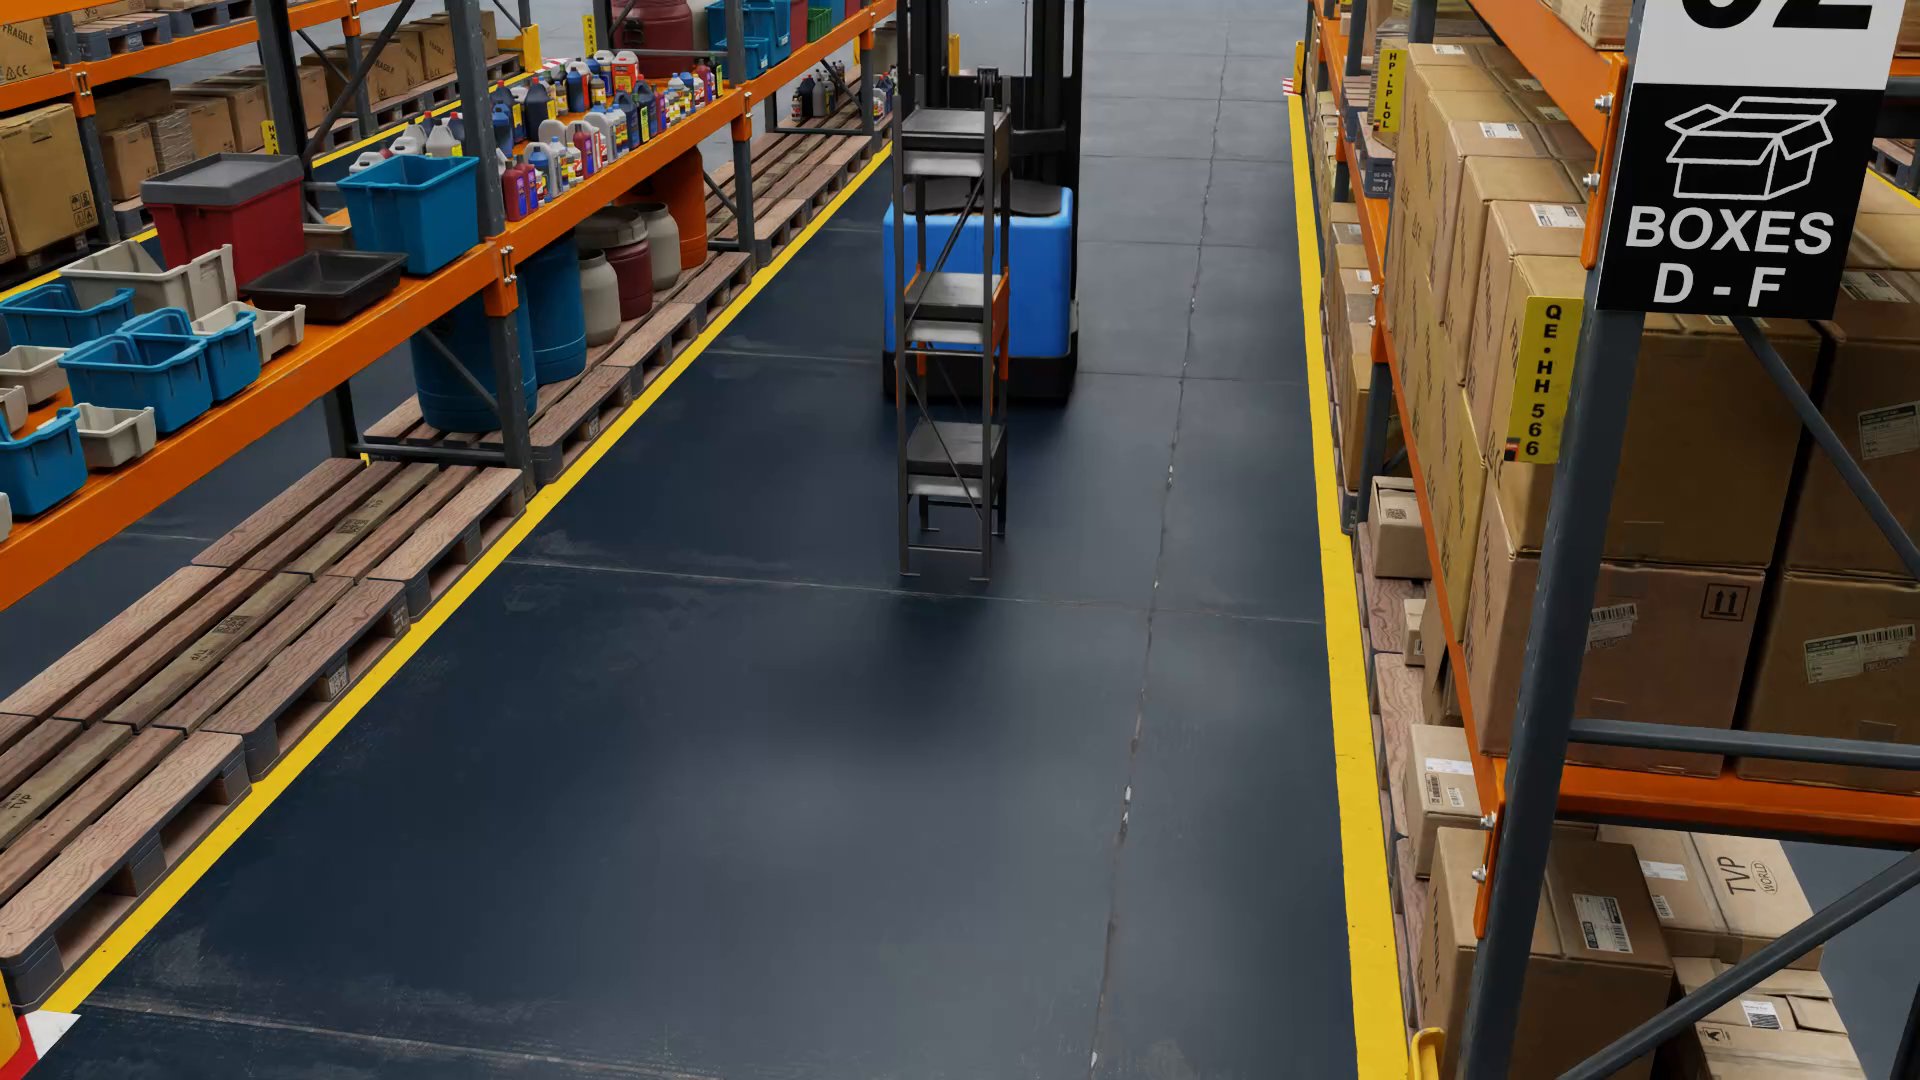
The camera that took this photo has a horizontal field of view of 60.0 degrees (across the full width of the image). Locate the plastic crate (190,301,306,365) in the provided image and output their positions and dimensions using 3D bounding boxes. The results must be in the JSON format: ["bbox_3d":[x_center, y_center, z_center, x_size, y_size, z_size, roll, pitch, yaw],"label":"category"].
[{"bbox_3d":[-2.588,-0.757,6.070,0.293,0.136,0.466,4,25,9],"label":"plastic crate"}]

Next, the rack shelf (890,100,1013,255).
[{"bbox_3d":[-0.027,-1.503,6.866,0.431,0.518,0.480,4,25,9],"label":"rack shelf"}]

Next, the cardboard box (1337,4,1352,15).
[{"bbox_3d":[3.660,-4.831,14.415,0.700,0.500,0.500,3,25,7],"label":"cardboard box"}]

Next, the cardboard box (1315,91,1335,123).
[{"bbox_3d":[3.280,-3.643,14.082,0.500,0.311,0.500,4,25,9],"label":"cardboard box"}]

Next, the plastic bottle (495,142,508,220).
[{"bbox_3d":[-2.216,-1.718,7.941,0.144,0.351,0.185,4,25,9],"label":"plastic bottle"}]

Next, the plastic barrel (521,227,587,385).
[{"bbox_3d":[-2.379,-1.361,9.099,0.600,0.901,0.708,4,25,9],"label":"plastic barrel"}]

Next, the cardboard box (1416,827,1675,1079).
[{"bbox_3d":[1.478,1.107,4.276,0.500,0.500,0.500,4,25,9],"label":"cardboard box"}]

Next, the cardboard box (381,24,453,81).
[{"bbox_3d":[-5.829,-5.246,17.872,0.500,0.500,0.500,6,26,13],"label":"cardboard box"}]

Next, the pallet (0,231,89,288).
[{"bbox_3d":[-7.036,-2.027,11.832,1.003,0.211,1.213,4,25,9],"label":"pallet"}]

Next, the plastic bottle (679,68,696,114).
[{"bbox_3d":[-1.698,-2.790,10.324,0.097,0.271,0.097,0,25,0],"label":"plastic bottle"}]

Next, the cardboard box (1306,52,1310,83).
[{"bbox_3d":[3.940,-5.009,17.661,0.500,0.250,0.500,4,25,9],"label":"cardboard box"}]

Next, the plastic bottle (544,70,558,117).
[{"bbox_3d":[-2.516,-2.717,10.155,0.061,0.283,0.133,4,25,9],"label":"plastic bottle"}]

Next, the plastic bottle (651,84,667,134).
[{"bbox_3d":[-1.778,-2.542,9.780,0.061,0.283,0.133,4,25,9],"label":"plastic bottle"}]

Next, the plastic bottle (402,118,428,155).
[{"bbox_3d":[-2.773,-1.984,8.508,0.144,0.351,0.185,4,25,9],"label":"plastic bottle"}]

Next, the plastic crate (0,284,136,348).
[{"bbox_3d":[-3.171,-0.754,5.949,0.416,0.233,0.300,4,25,9],"label":"plastic crate"}]

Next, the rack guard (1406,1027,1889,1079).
[{"bbox_3d":[1.645,1.519,3.915,1.175,0.500,0.348,4,25,9],"label":"rack guard"}]

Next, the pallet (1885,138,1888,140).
[{"bbox_3d":[8.753,-3.790,15.599,1.003,0.211,1.213,4,25,9],"label":"pallet"}]

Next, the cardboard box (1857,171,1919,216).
[{"bbox_3d":[2.130,-0.675,4.356,0.500,0.500,0.500,4,25,9],"label":"cardboard box"}]

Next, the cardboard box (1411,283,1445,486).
[{"bbox_3d":[1.688,-0.469,5.095,0.500,0.500,0.500,4,25,8],"label":"cardboard box"}]

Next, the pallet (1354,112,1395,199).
[{"bbox_3d":[2.626,-2.026,8.767,1.003,0.211,1.213,4,25,9],"label":"pallet"}]

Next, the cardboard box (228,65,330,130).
[{"bbox_3d":[-6.301,-4.100,15.400,0.700,0.500,0.500,2,25,4],"label":"cardboard box"}]

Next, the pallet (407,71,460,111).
[{"bbox_3d":[-5.907,-4.820,17.798,1.003,0.211,1.213,4,25,9],"label":"pallet"}]

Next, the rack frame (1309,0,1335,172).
[{"bbox_3d":[3.593,-4.600,14.039,1.000,3.000,0.127,4,25,9],"label":"rack frame"}]

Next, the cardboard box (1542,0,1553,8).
[{"bbox_3d":[1.549,-1.313,3.656,0.500,0.250,0.500,4,25,9],"label":"cardboard box"}]

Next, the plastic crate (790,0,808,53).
[{"bbox_3d":[-1.380,-3.955,12.586,0.402,0.464,0.583,4,25,9],"label":"plastic crate"}]

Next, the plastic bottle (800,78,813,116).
[{"bbox_3d":[-1.472,-4.234,15.862,0.144,0.351,0.185,3,25,7],"label":"plastic bottle"}]

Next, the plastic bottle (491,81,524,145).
[{"bbox_3d":[-2.593,-2.444,9.492,0.144,0.351,0.185,4,25,9],"label":"plastic bottle"}]

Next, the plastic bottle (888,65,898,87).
[{"bbox_3d":[-0.651,-4.510,16.452,0.144,0.351,0.185,4,25,8],"label":"plastic bottle"}]

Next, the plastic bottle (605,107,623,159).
[{"bbox_3d":[-1.913,-2.239,9.146,0.097,0.271,0.097,0,25,0],"label":"plastic bottle"}]

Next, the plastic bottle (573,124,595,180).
[{"bbox_3d":[-1.974,-2.041,8.710,0.061,0.283,0.133,4,25,9],"label":"plastic bottle"}]

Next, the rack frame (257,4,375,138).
[{"bbox_3d":[-6.179,-5.288,15.509,1.000,3.000,0.127,4,25,9],"label":"rack frame"}]

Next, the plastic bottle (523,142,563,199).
[{"bbox_3d":[-2.089,-1.863,8.338,0.152,0.276,0.135,4,25,9],"label":"plastic bottle"}]

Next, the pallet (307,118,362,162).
[{"bbox_3d":[-6.305,-3.699,15.404,1.003,0.211,1.213,4,25,9],"label":"pallet"}]

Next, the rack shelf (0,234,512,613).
[{"bbox_3d":[-2.927,-0.437,5.993,1.077,0.370,4.000,4,25,9],"label":"rack shelf"}]

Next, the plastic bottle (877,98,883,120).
[{"bbox_3d":[-0.775,-4.065,15.677,0.097,0.201,0.097,0,25,0],"label":"plastic bottle"}]

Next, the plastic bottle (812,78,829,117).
[{"bbox_3d":[-1.330,-4.224,15.841,0.144,0.351,0.185,4,25,9],"label":"plastic bottle"}]

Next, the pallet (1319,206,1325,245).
[{"bbox_3d":[3.314,-2.514,12.873,1.003,0.211,1.213,4,25,9],"label":"pallet"}]

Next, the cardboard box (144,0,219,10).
[{"bbox_3d":[-6.332,-4.422,13.341,0.500,0.250,0.500,3,25,7],"label":"cardboard box"}]

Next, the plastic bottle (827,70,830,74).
[{"bbox_3d":[-1.315,-4.659,16.865,0.097,0.271,0.097,0,25,0],"label":"plastic bottle"}]

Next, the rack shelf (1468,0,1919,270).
[{"bbox_3d":[1.959,-1.450,4.620,1.077,0.370,4.000,4,25,9],"label":"rack shelf"}]

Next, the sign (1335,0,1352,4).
[{"bbox_3d":[2.392,-3.488,10.299,0.100,0.325,0.005,4,25,9],"label":"sign"}]

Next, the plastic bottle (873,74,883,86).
[{"bbox_3d":[-0.801,-4.476,16.467,0.152,0.276,0.135,4,25,9],"label":"plastic bottle"}]

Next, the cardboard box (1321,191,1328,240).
[{"bbox_3d":[2.866,-2.325,11.926,0.500,0.250,0.500,4,25,8],"label":"cardboard box"}]

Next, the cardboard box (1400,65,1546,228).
[{"bbox_3d":[1.848,-1.359,5.817,0.500,0.500,0.500,3,25,7],"label":"cardboard box"}]

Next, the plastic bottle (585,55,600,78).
[{"bbox_3d":[-2.382,-3.008,10.790,0.097,0.271,0.097,0,25,0],"label":"plastic bottle"}]

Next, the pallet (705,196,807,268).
[{"bbox_3d":[-1.782,-2.330,12.479,1.003,0.211,1.213,4,25,9],"label":"pallet"}]

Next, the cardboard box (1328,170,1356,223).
[{"bbox_3d":[2.782,-2.362,11.344,0.500,0.311,0.500,5,25,10],"label":"cardboard box"}]

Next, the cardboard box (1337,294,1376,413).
[{"bbox_3d":[2.255,-0.963,8.699,0.500,0.500,0.500,4,25,9],"label":"cardboard box"}]

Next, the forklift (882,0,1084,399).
[{"bbox_3d":[0.195,-2.703,10.067,1.130,2.935,3.031,2,25,4],"label":"forklift"}]

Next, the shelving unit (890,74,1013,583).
[{"bbox_3d":[-0.027,-0.882,7.157,0.431,2.100,0.503,4,25,9],"label":"shelving unit"}]

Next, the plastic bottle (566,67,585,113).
[{"bbox_3d":[-2.398,-2.811,10.368,0.097,0.271,0.097,0,25,0],"label":"plastic bottle"}]

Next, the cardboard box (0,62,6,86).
[{"bbox_3d":[-6.756,-3.229,10.991,0.500,0.500,0.500,4,25,8],"label":"cardboard box"}]

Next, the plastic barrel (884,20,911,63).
[{"bbox_3d":[-0.671,-5.401,18.189,0.421,0.512,0.421,0,25,0],"label":"plastic barrel"}]
